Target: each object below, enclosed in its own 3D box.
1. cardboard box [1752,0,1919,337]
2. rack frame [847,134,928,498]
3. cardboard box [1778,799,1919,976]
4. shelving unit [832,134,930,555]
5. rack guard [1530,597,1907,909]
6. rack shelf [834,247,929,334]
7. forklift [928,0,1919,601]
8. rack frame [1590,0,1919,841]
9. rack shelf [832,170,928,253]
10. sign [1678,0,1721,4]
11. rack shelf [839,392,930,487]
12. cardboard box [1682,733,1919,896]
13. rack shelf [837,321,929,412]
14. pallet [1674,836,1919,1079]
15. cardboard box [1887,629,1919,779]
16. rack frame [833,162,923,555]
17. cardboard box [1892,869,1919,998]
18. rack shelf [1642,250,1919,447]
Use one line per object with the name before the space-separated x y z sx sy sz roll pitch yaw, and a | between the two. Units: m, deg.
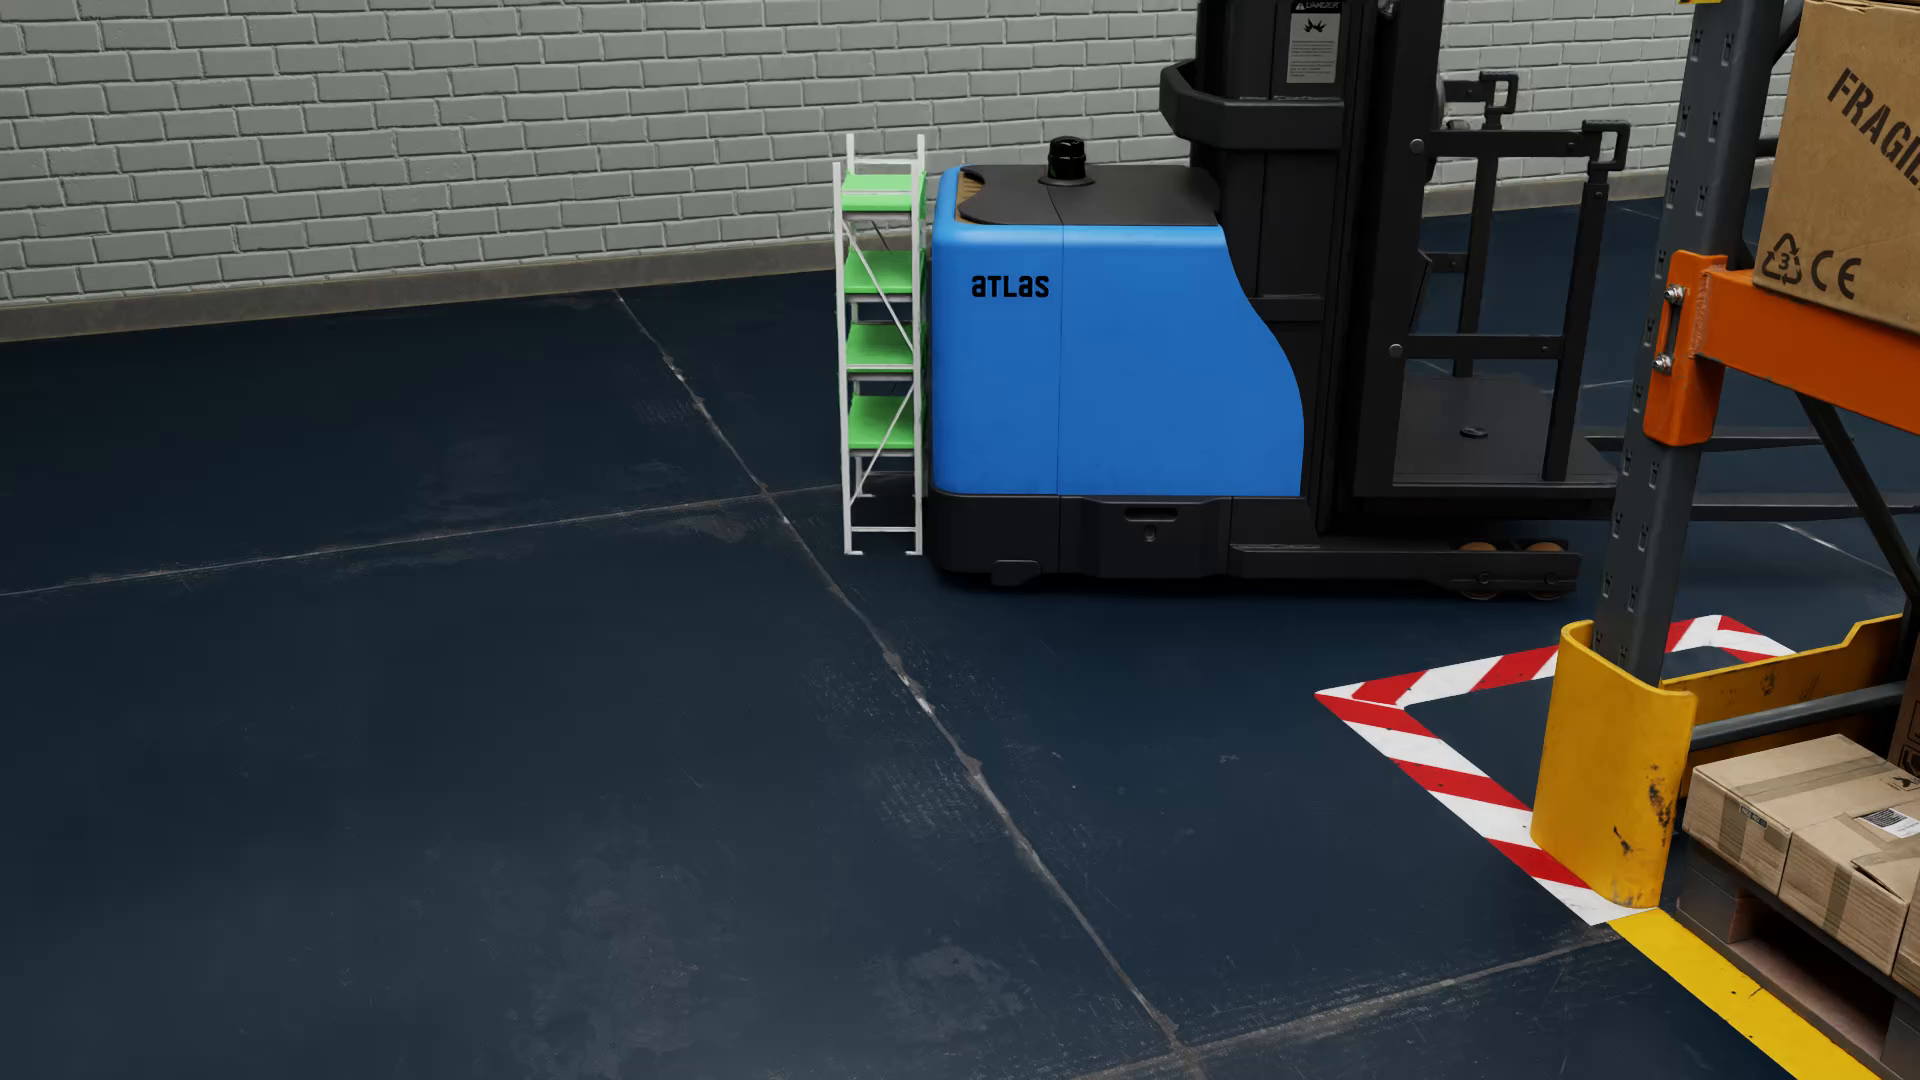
cardboard box | 1.737 -0.630 2.755 0.500 0.500 0.500 -8 24 -18
rack frame | -0.229 -0.699 5.363 0.240 1.200 0.015 0 23 1
cardboard box | 1.742 0.611 3.019 0.380 0.166 0.250 -8 24 -19
shelving unit | -0.233 -0.604 5.138 0.258 1.200 0.503 0 23 1
rack guard | 1.854 0.398 3.663 1.175 0.500 0.348 -8 24 -19
rack shelf | -0.233 -0.766 5.069 0.258 0.148 0.480 0 23 1
forklift | 1.430 -1.383 4.758 3.031 2.935 1.130 0 23 1
rack frame | 1.827 -0.782 3.243 1.000 3.000 0.127 -8 24 -19
rack shelf | -0.233 -0.987 4.976 0.258 0.148 0.480 0 23 1
sign | 1.319 -1.106 2.898 0.100 0.325 0.005 -8 24 -19
rack shelf | -0.232 -0.324 5.256 0.258 0.148 0.480 0 23 1
cardboard box | 1.653 0.529 3.238 0.380 0.149 0.250 -8 24 -19
rack shelf | -0.232 -0.545 5.163 0.258 0.148 0.480 0 23 1
pallet | 2.136 0.821 3.032 1.003 0.211 1.213 -8 24 -19
cardboard box | 2.249 0.331 3.254 0.500 0.500 0.500 -8 24 -19
rack frame | -0.236 -0.509 4.913 0.240 1.200 0.015 0 23 1
cardboard box | 1.930 0.701 2.699 0.500 0.250 0.500 -8 24 -19
rack shelf | 2.533 0.276 1.658 1.077 0.370 4.000 -8 24 -19
